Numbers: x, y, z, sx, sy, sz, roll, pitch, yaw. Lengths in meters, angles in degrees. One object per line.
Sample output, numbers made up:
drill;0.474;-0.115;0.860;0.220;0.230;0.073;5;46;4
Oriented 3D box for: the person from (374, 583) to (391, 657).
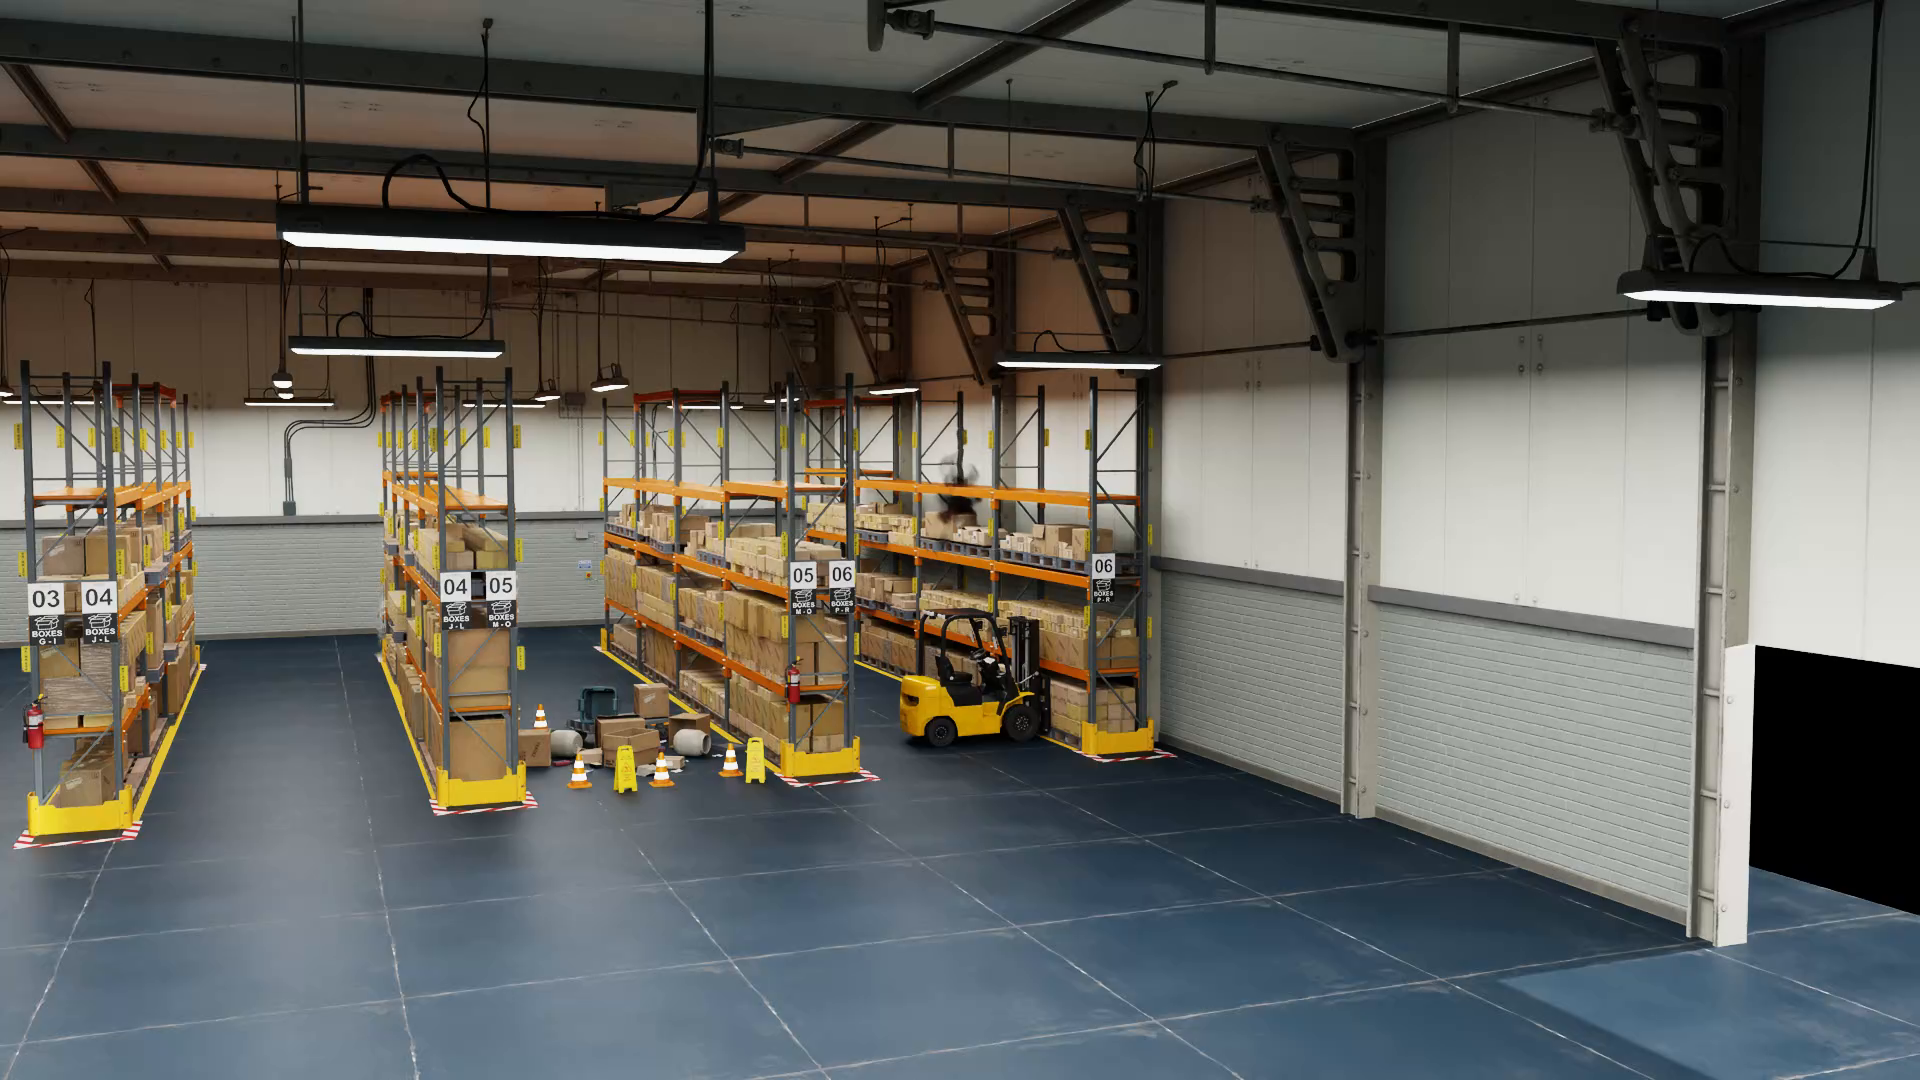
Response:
person;-13.203;1.834;38.514;0.715;1.773;0.702;-3;5;-42
